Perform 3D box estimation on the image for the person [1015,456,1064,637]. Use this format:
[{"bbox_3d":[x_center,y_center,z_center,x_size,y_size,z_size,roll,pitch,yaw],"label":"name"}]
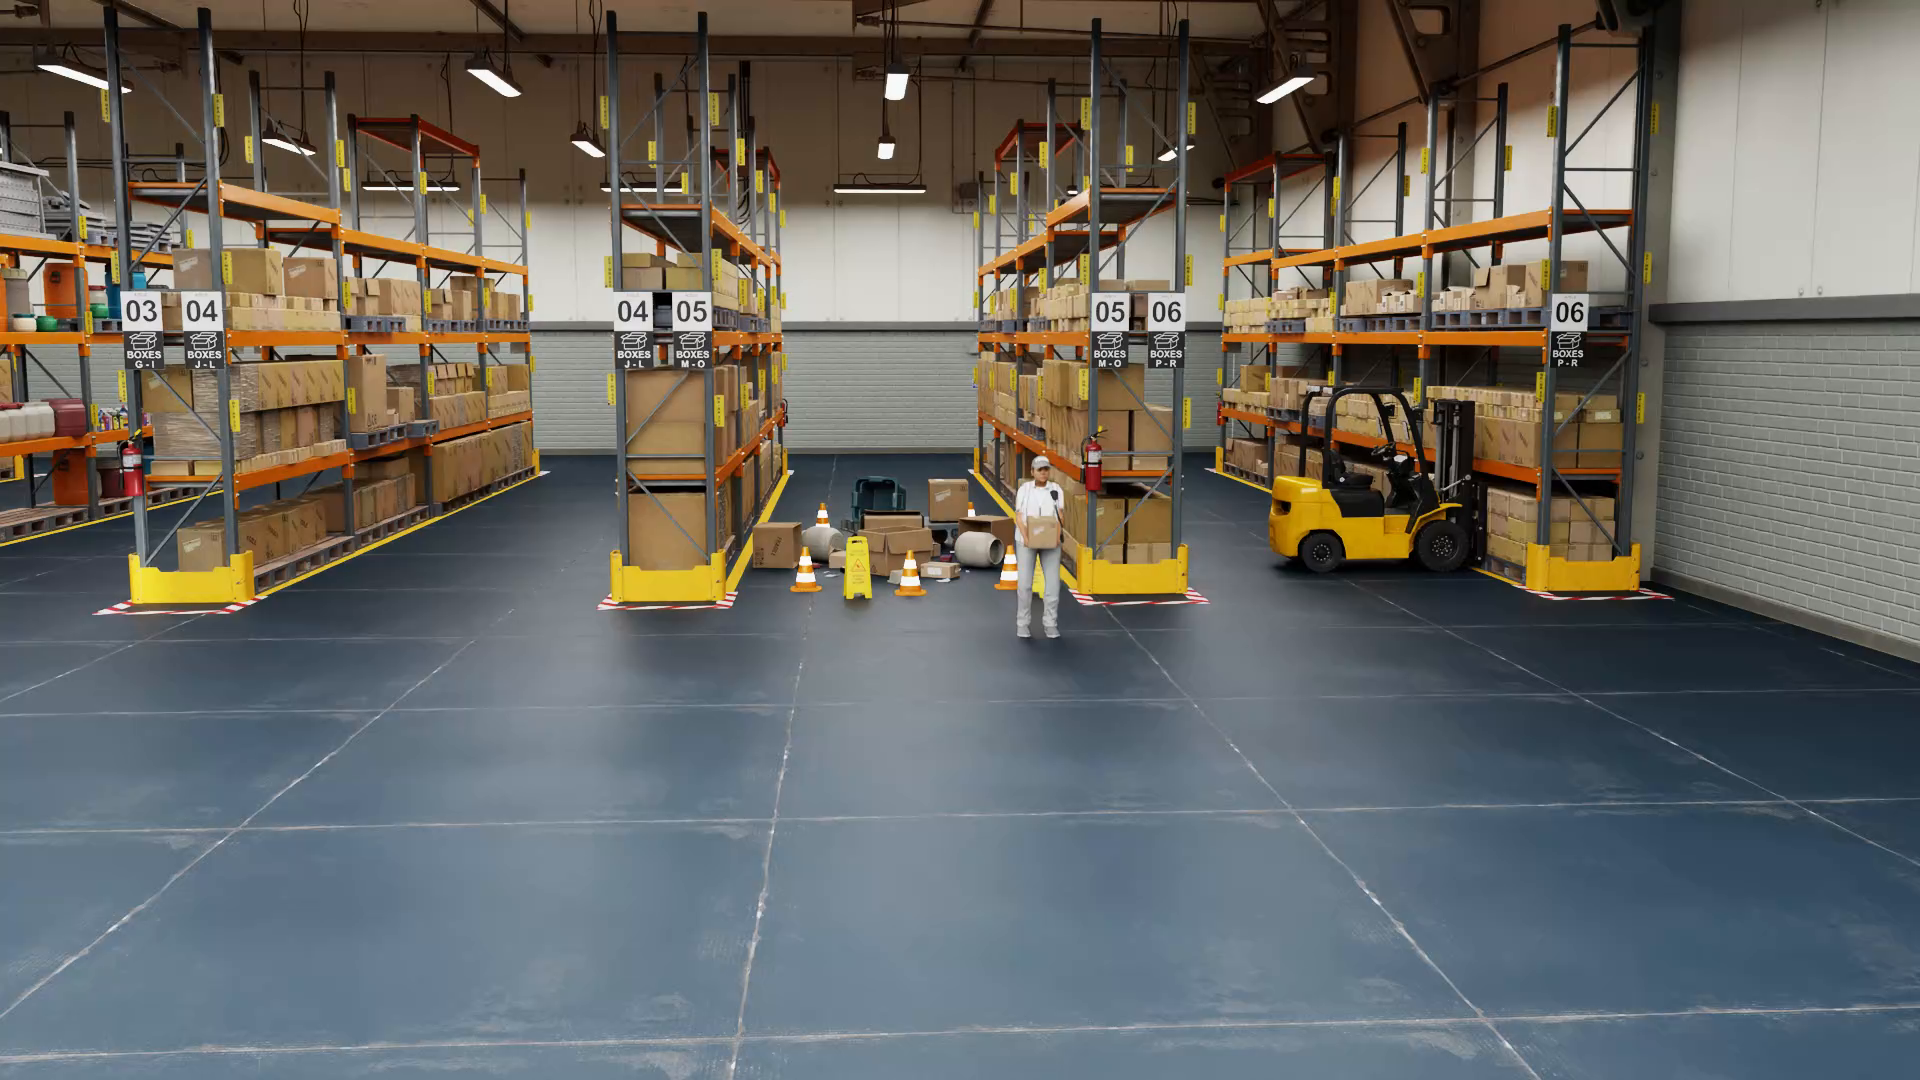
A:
[{"bbox_3d":[0.737,0.063,15.269,0.455,1.657,0.541,0,7,-3],"label":"person"}]
